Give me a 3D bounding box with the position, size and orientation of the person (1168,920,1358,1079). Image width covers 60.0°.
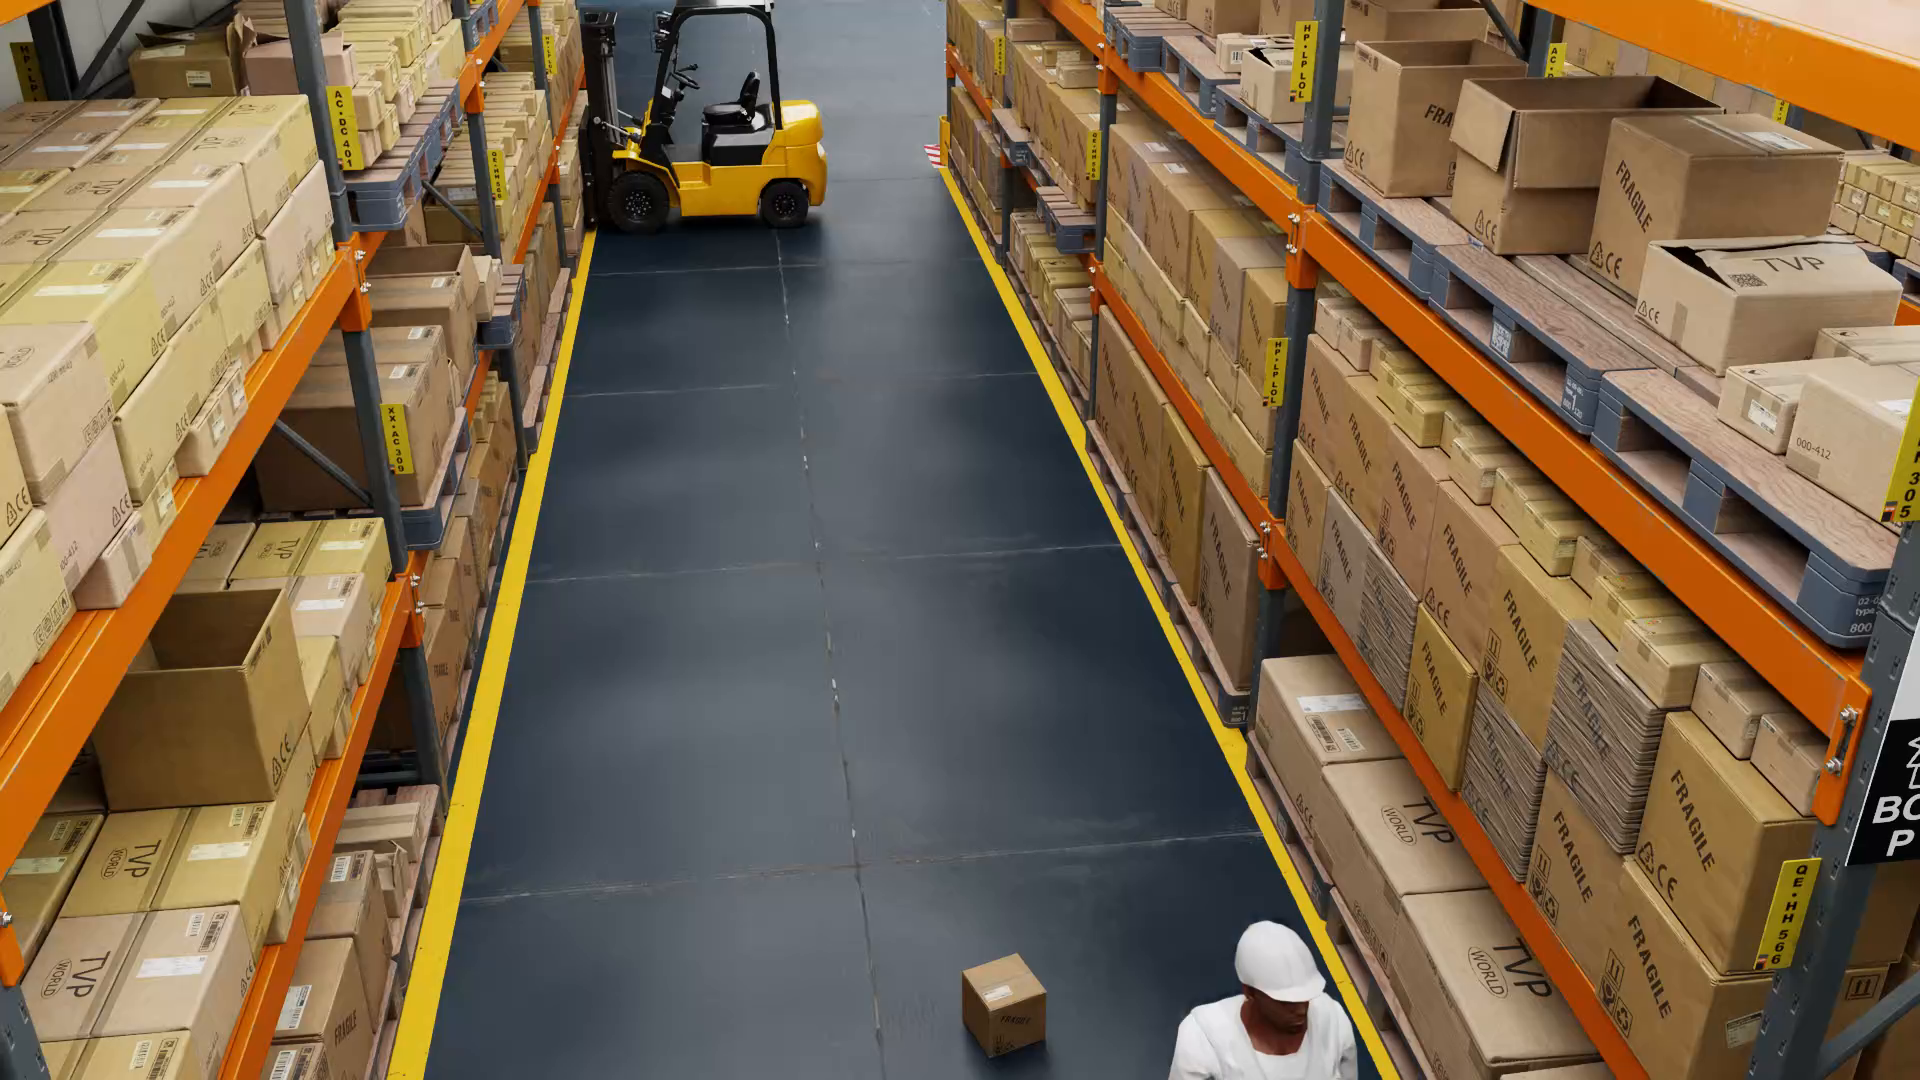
[{"bbox_3d":[0.892,1.889,4.825,0.598,1.756,0.470,-6,28,-11],"label":"person"}]
